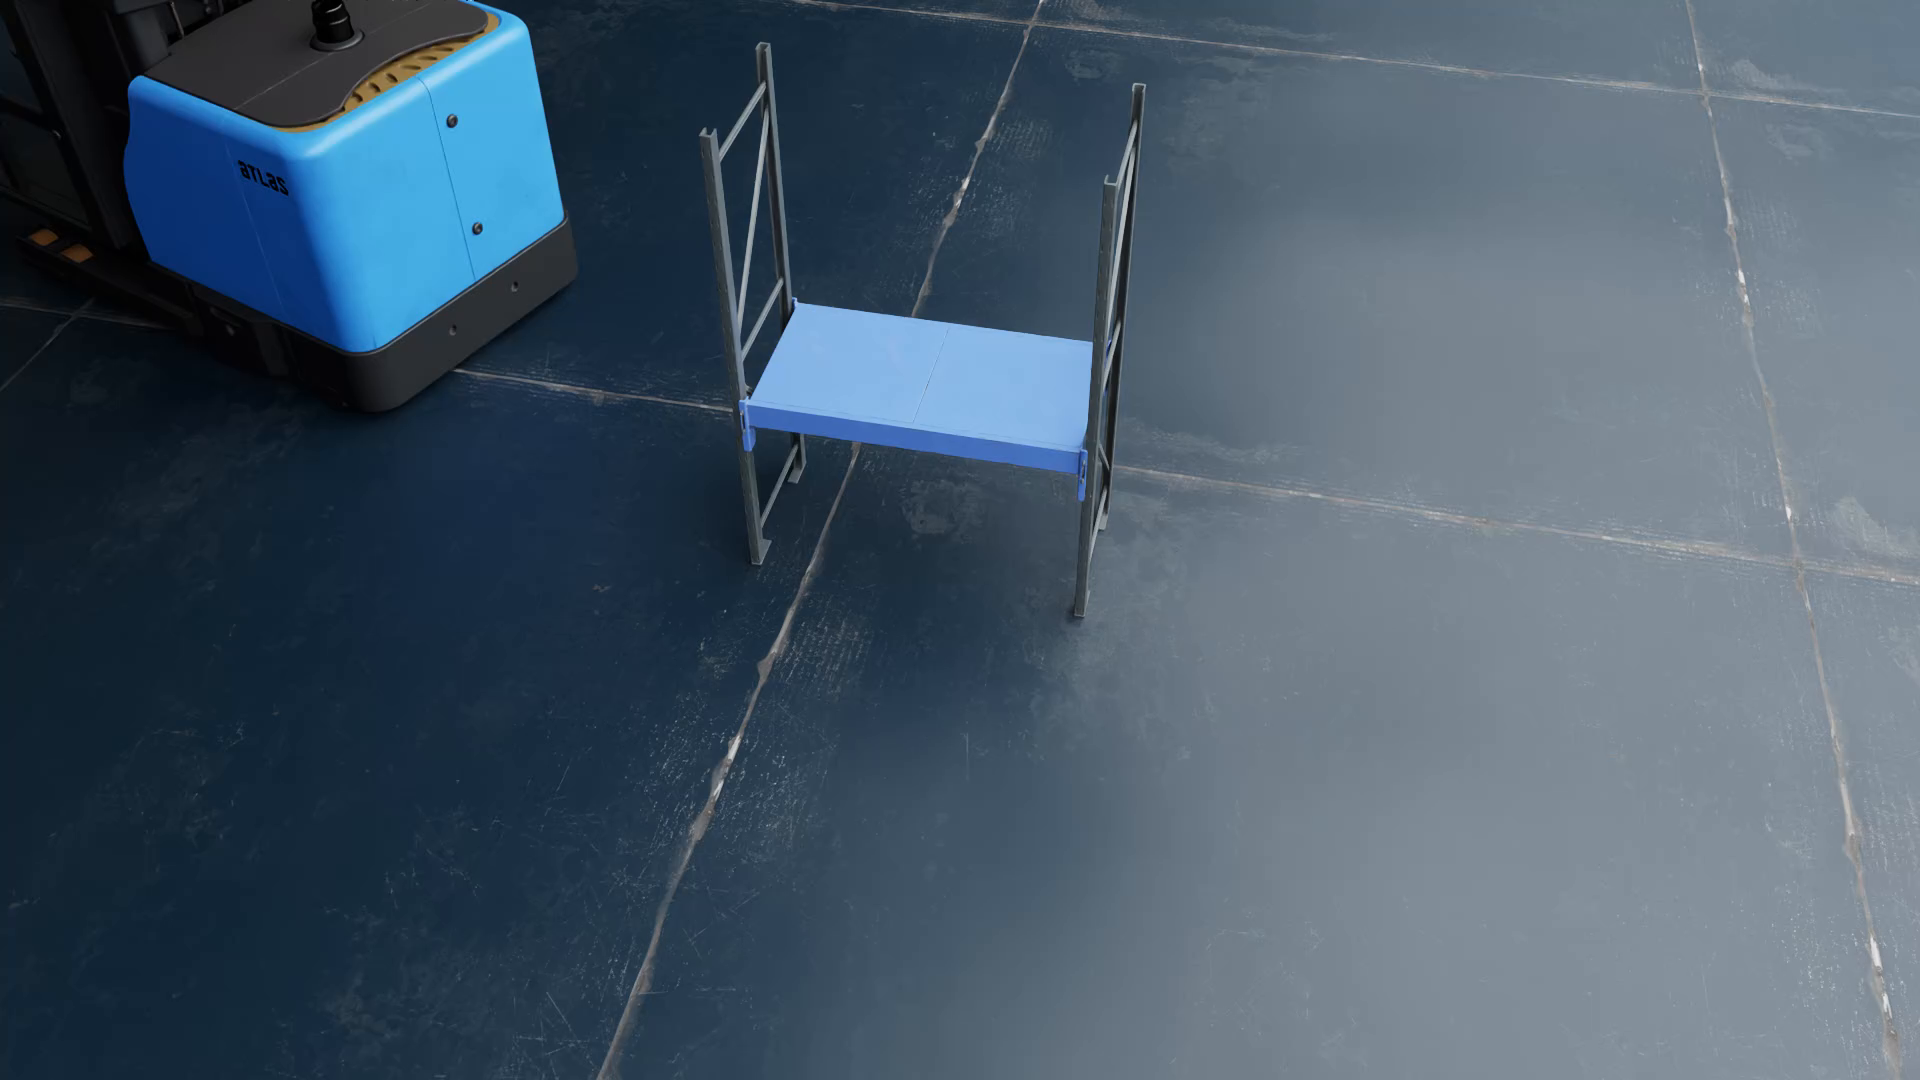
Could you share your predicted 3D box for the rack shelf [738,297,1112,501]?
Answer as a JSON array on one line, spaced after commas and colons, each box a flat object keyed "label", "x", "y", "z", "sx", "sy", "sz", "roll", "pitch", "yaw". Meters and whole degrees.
[{"label": "rack shelf", "x": -0.083, "y": -0.424, "z": 4.868, "sx": 1.000, "sy": 0.185, "sz": 0.538, "roll": 9, "pitch": 45, "yaw": 9}]

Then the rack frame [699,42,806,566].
[{"label": "rack frame", "x": -0.579, "y": -0.630, "z": 4.823, "sx": 0.032, "sy": 1.500, "sz": 0.500, "roll": 9, "pitch": 45, "yaw": 9}]

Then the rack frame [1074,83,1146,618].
[{"label": "rack frame", "x": 0.413, "y": -0.476, "z": 4.663, "sx": 0.032, "sy": 1.500, "sz": 0.500, "roll": 9, "pitch": 45, "yaw": 9}]

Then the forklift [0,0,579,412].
[{"label": "forklift", "x": -2.936, "y": -2.275, "z": 5.500, "sx": 3.031, "sy": 2.935, "sz": 1.130, "roll": 24, "pitch": 49, "yaw": 23}]

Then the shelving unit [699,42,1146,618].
[{"label": "shelving unit", "x": -0.083, "y": -0.553, "z": 4.743, "sx": 1.048, "sy": 1.500, "sz": 0.538, "roll": 9, "pitch": 45, "yaw": 9}]
